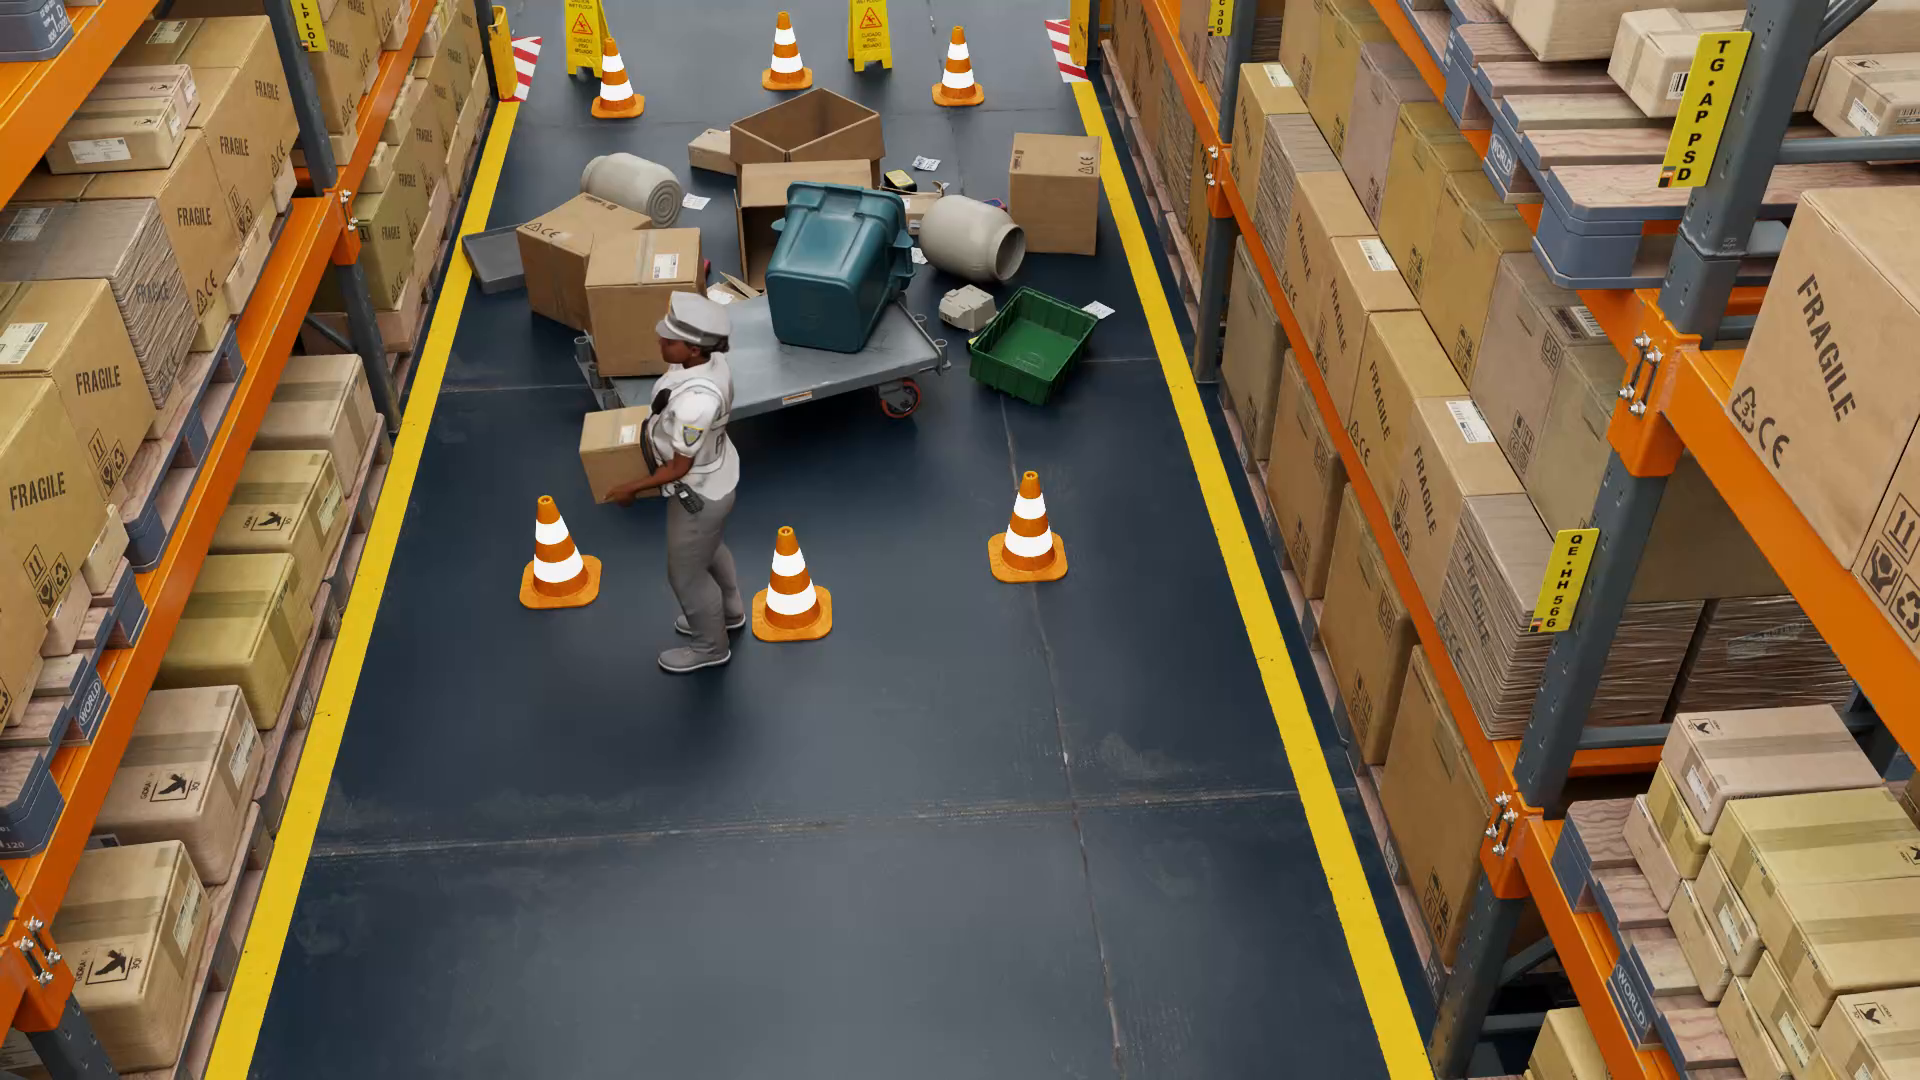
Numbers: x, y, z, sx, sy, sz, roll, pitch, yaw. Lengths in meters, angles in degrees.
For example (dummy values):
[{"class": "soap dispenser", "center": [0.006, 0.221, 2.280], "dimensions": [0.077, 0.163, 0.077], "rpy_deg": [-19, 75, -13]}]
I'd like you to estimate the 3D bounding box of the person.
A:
[{"class": "person", "center": [-1.081, -0.211, 6.392], "dimensions": [0.534, 1.688, 0.450], "rpy_deg": [-3, 39, -3]}]
